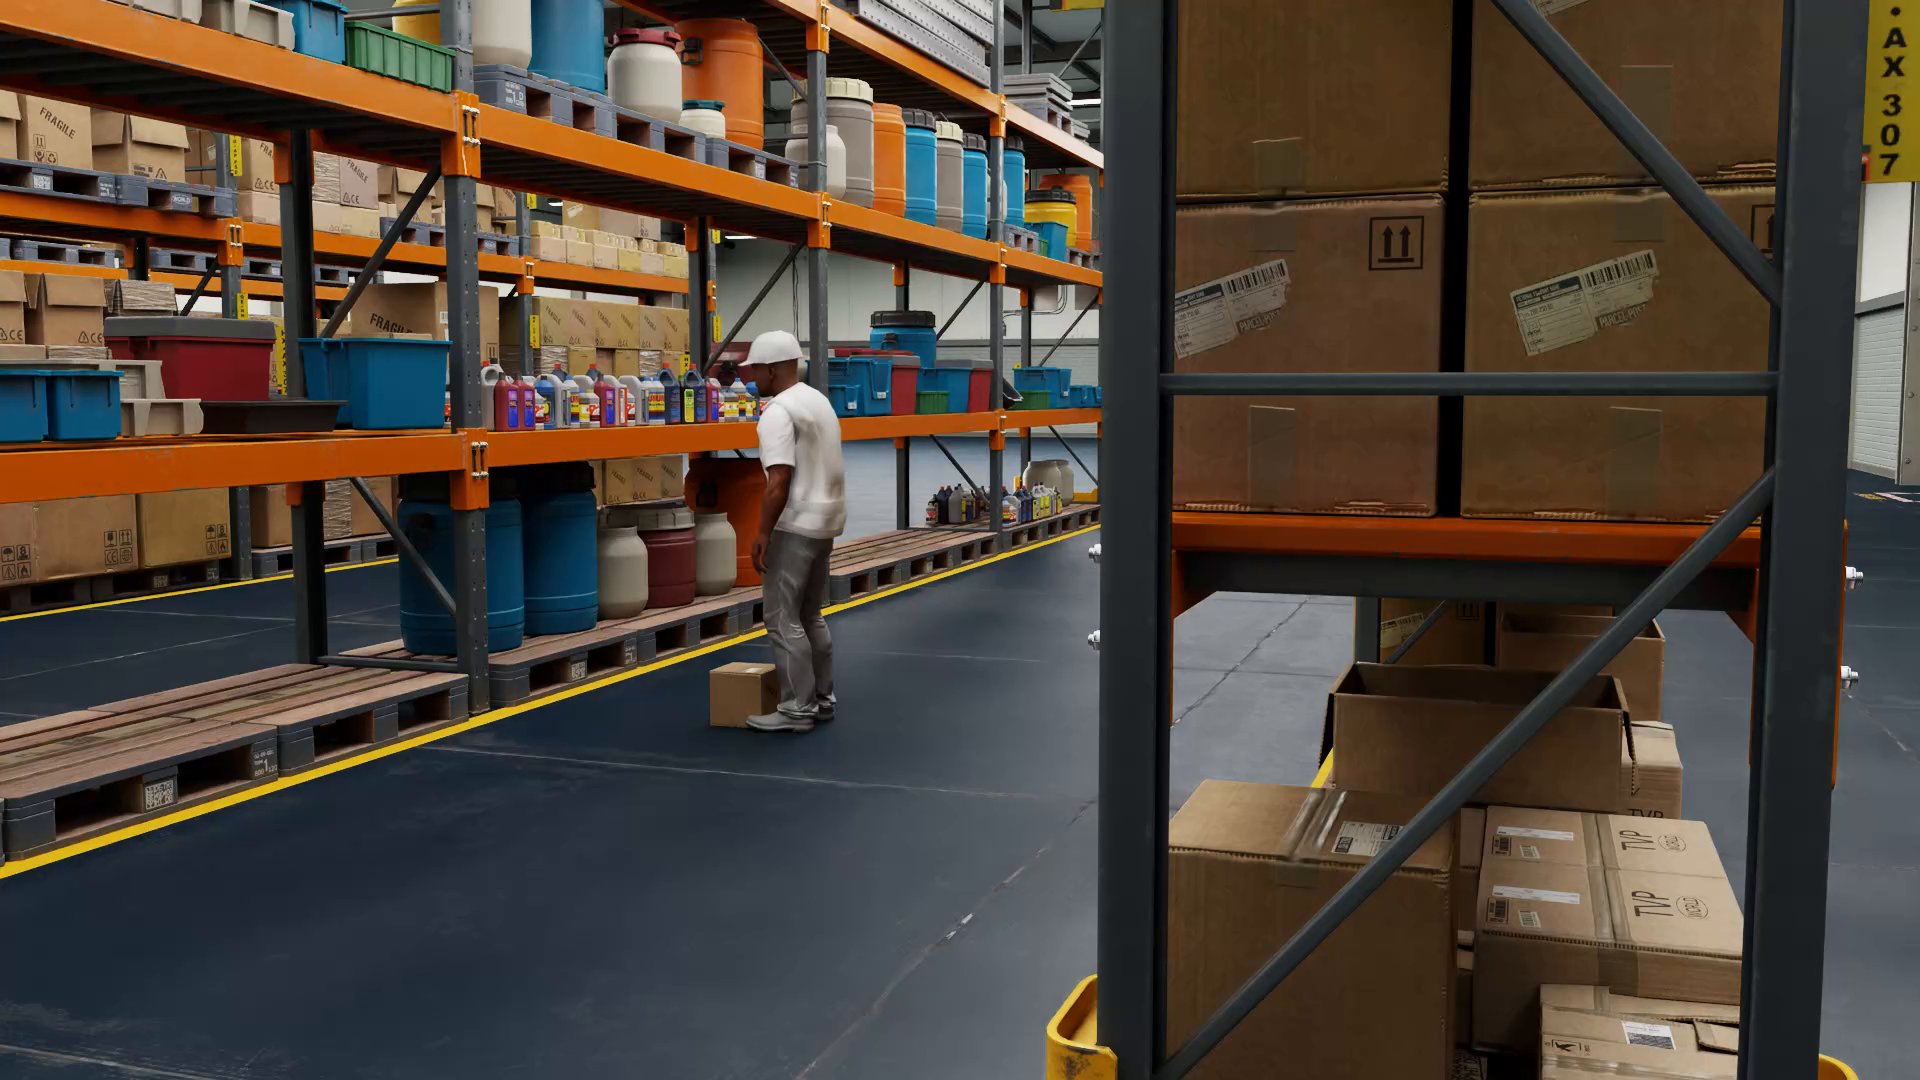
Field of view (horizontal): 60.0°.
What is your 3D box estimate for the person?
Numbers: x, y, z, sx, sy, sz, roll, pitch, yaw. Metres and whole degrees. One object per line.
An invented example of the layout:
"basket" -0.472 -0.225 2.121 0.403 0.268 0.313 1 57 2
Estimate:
"person" -0.746 -0.045 7.391 0.459 1.761 0.626 2 5 18
